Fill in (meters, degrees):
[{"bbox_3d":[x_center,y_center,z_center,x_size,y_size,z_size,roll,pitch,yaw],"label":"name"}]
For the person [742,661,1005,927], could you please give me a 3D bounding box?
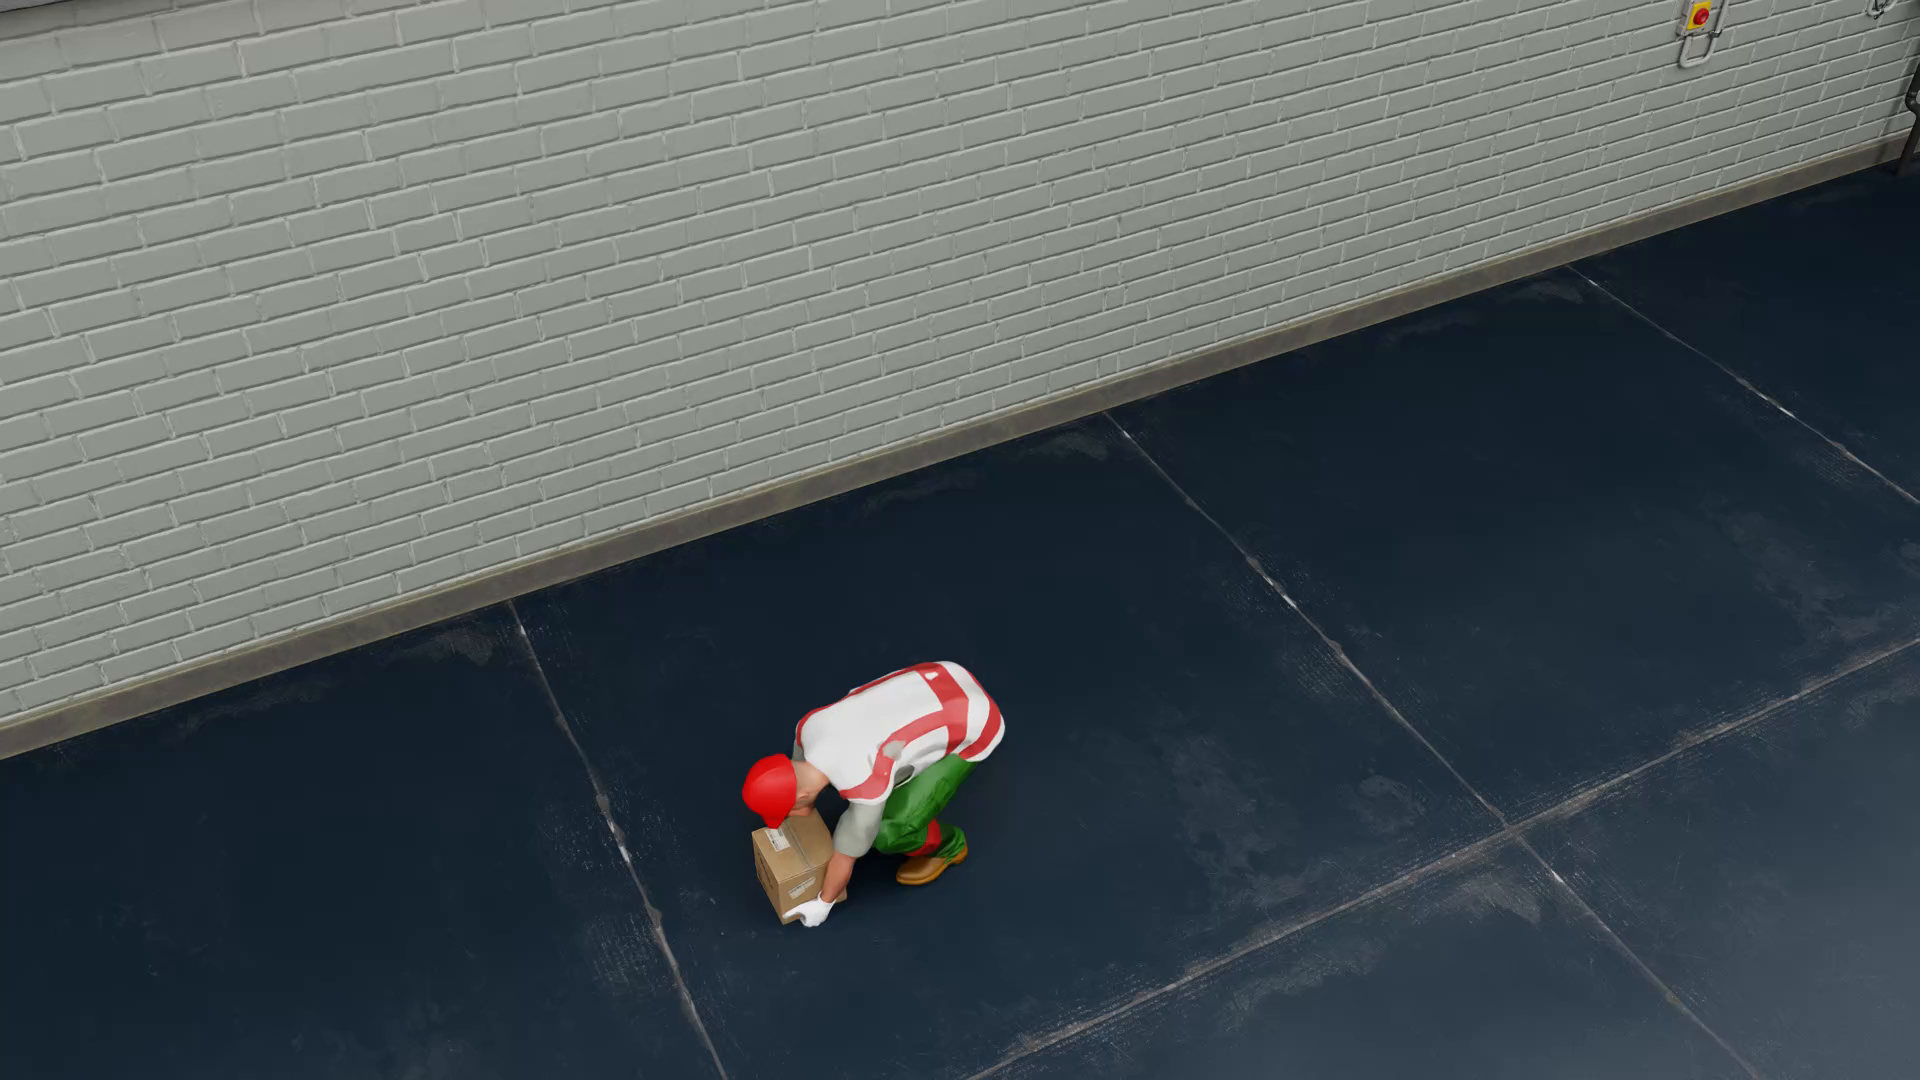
[{"bbox_3d":[-0.309,0.886,5.895,0.965,0.820,0.526,-20,45,-22],"label":"person"}]
